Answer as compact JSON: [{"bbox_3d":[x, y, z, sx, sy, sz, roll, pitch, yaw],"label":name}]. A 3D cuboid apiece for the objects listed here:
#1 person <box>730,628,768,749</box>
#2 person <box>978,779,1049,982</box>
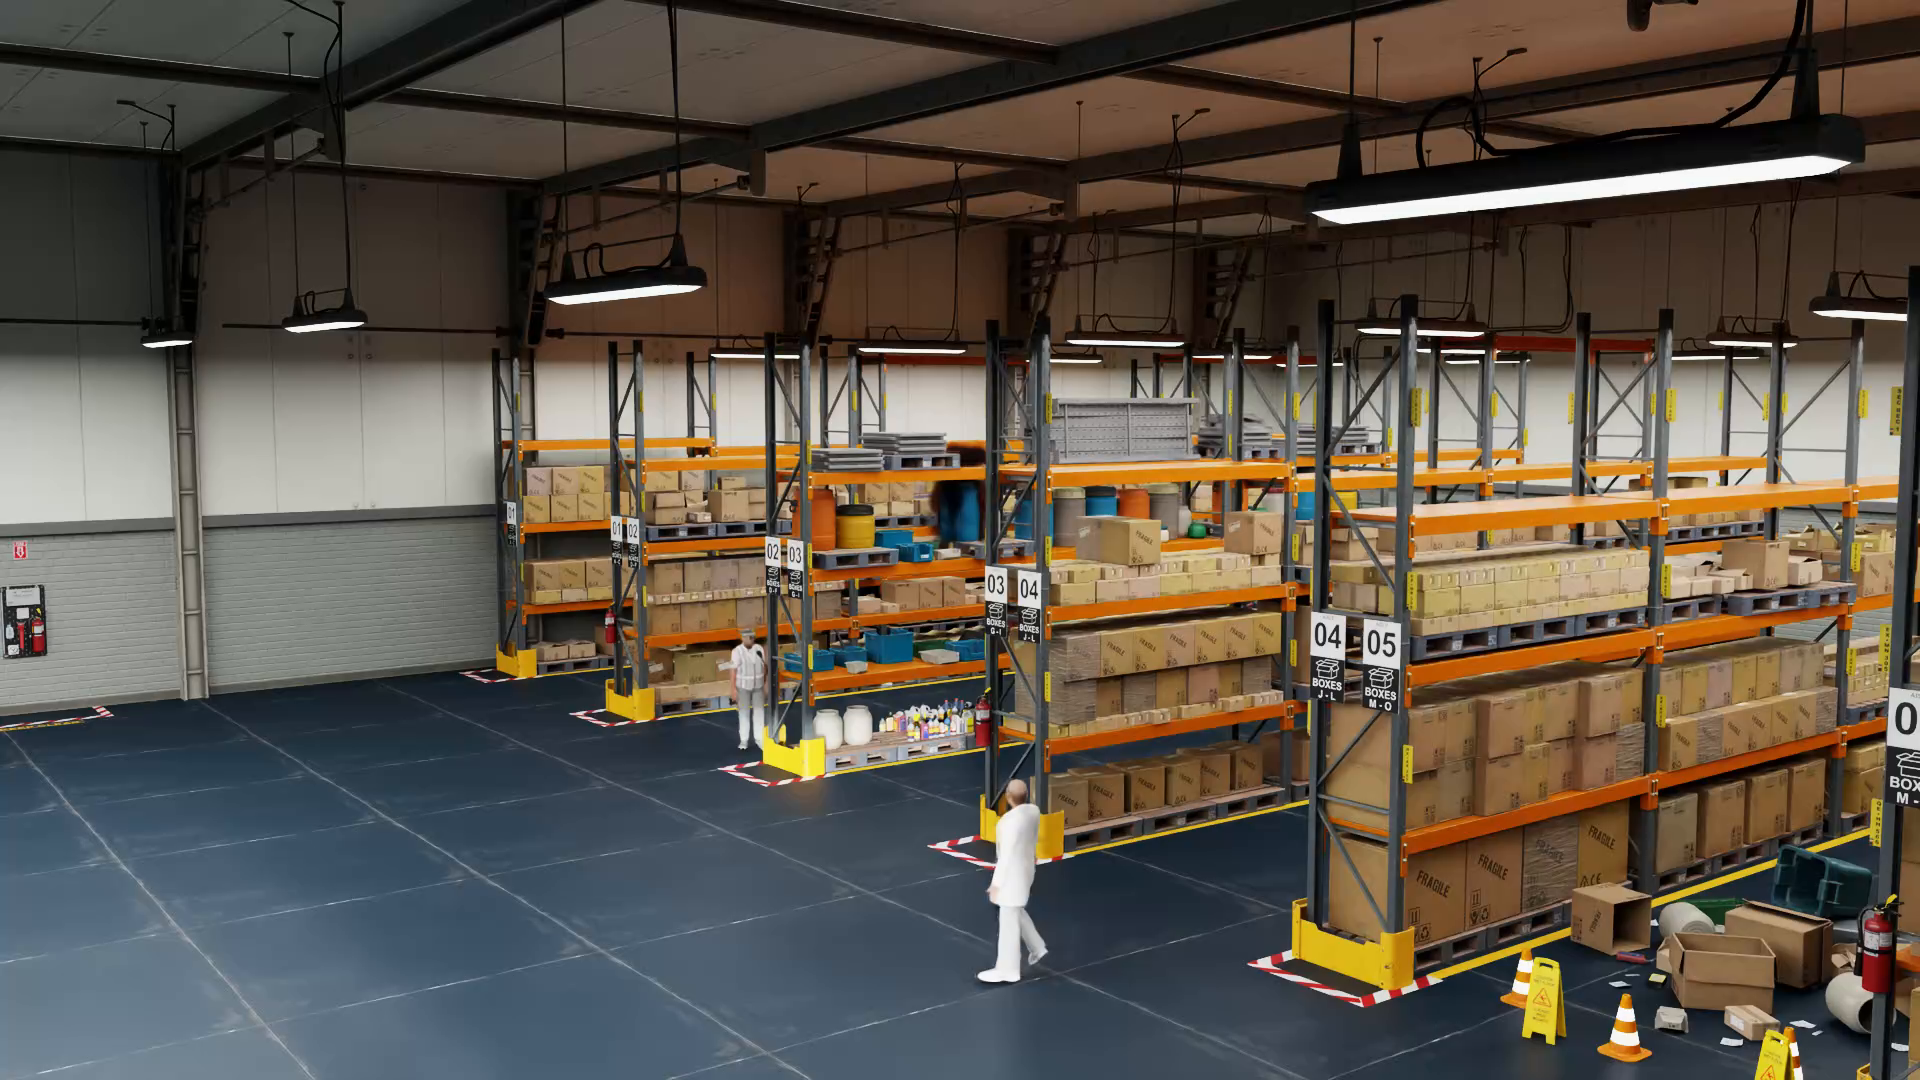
[{"bbox_3d":[-3.071,2.153,24.235,0.571,1.777,0.451,-3,6,-30],"label":"person"},{"bbox_3d":[0.493,2.963,14.708,0.549,1.748,0.662,2,5,19],"label":"person"}]
